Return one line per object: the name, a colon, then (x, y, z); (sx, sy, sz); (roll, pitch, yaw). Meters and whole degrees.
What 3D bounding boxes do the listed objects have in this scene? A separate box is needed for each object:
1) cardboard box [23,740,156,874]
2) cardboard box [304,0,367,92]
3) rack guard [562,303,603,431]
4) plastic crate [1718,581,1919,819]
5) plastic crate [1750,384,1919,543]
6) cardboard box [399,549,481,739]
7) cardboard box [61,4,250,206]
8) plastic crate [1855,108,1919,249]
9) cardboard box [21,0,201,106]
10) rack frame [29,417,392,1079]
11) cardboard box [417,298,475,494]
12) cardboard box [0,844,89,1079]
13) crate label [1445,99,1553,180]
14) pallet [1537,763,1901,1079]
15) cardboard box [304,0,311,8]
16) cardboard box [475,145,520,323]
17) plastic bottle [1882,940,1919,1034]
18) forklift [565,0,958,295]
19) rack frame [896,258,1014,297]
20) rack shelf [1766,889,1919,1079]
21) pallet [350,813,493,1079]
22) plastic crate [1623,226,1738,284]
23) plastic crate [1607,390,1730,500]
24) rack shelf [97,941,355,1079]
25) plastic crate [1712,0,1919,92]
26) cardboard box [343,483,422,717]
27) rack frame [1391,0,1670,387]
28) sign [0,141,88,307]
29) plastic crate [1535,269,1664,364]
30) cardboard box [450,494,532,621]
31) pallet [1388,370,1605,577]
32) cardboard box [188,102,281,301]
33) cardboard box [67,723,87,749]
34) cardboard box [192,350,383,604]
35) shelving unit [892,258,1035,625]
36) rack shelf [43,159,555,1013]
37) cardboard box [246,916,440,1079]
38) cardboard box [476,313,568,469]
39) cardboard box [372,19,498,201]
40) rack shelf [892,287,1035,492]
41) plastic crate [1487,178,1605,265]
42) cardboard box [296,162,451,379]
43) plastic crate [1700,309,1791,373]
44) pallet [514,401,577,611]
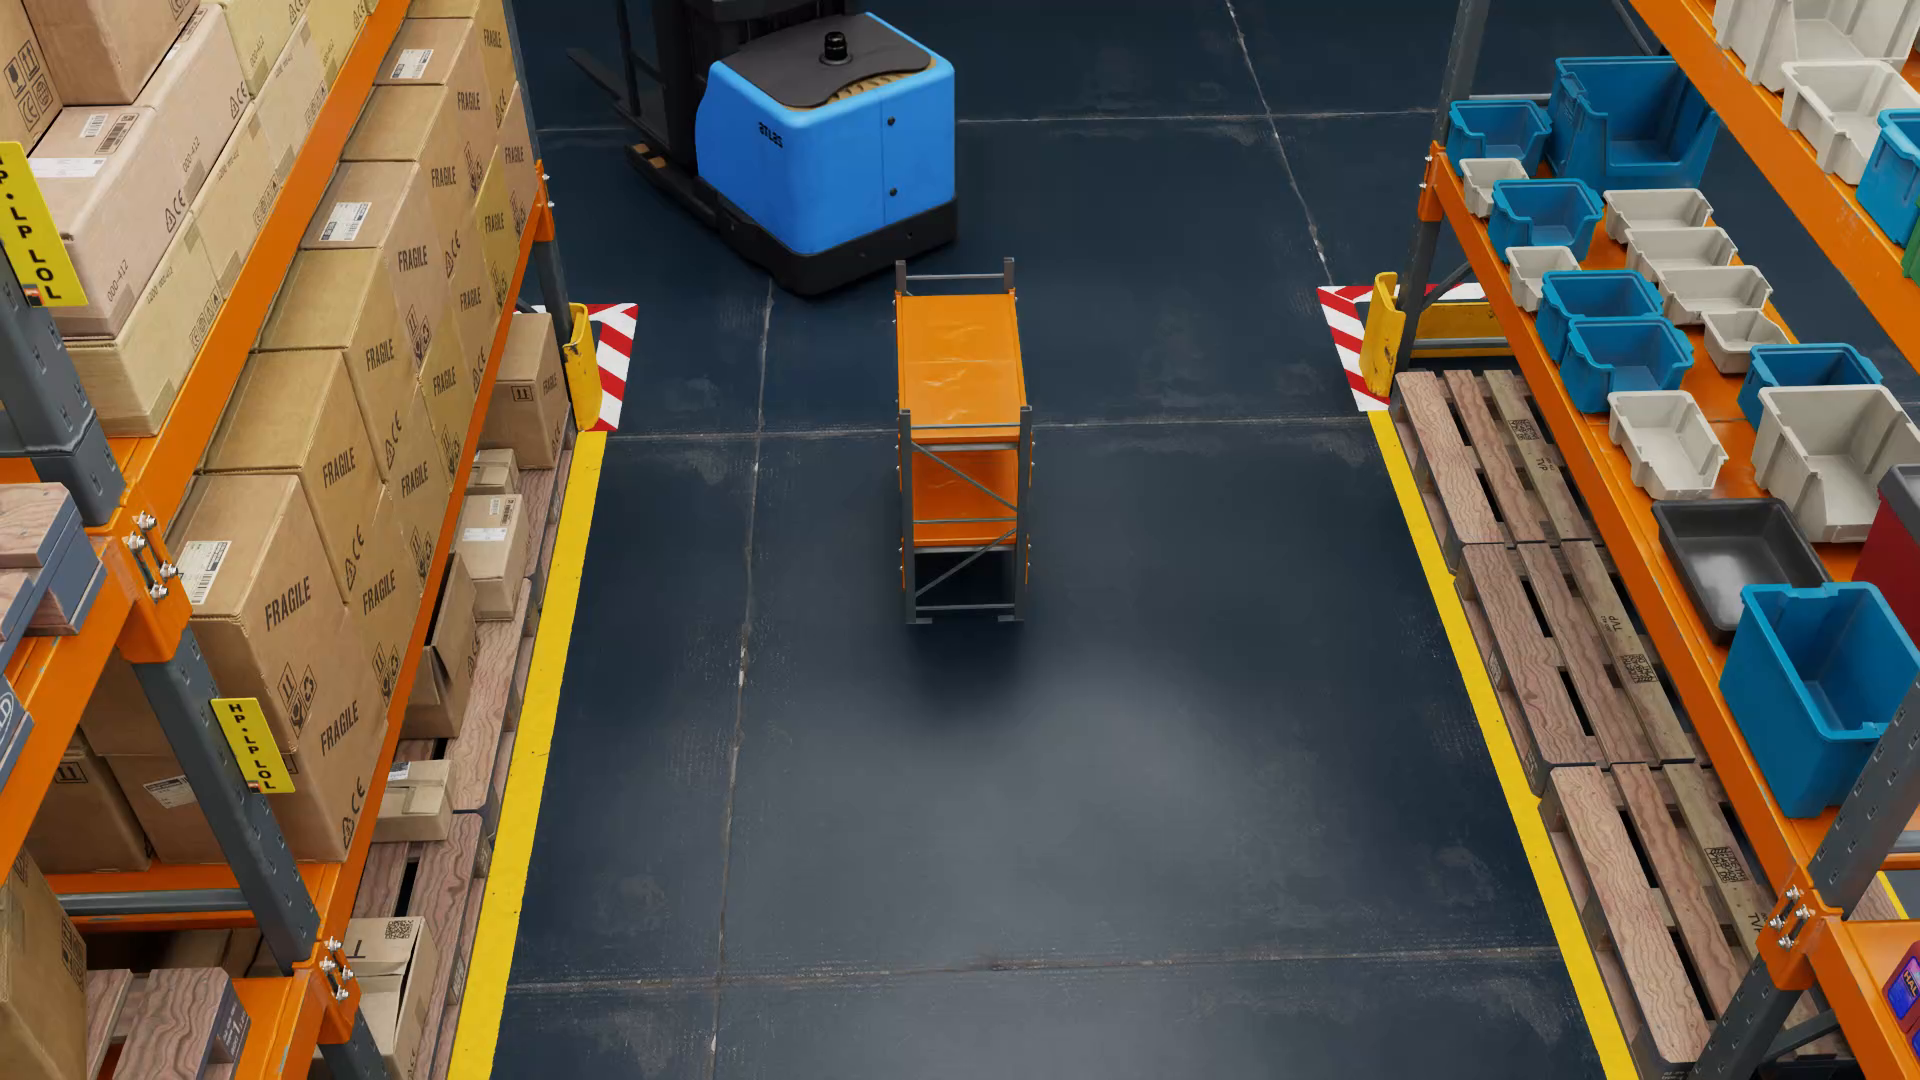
cardboard box: (-2.448, 0.552, 4.503); (0.500, 0.500, 0.500); (-1, 43, -1)
cardboard box: (-2.005, -1.479, 4.685); (0.500, 0.250, 0.500); (-2, 43, -2)
rack guard: (-2.337, -0.809, 7.912); (1.175, 0.500, 0.348); (-2, 43, -2)
plastic crate: (2.418, 0.458, 4.648); (0.392, 0.384, 0.575); (-2, 43, -2)
plastic crate: (2.898, -0.235, 5.480); (0.437, 0.282, 0.530); (-2, 43, -2)
cardboard box: (-2.255, 0.409, 6.256); (0.797, 0.503, 0.637); (-2, 43, -2)
cardboard box: (-1.966, -0.989, 3.779); (0.500, 0.250, 0.500); (-2, 43, -2)
plastic crate: (2.421, -0.870, 4.033); (0.416, 0.233, 0.300); (-2, 43, -2)
cardboard box: (-2.108, -1.261, 3.522); (0.700, 0.500, 0.500); (-2, 43, -2)
rack frame: (-2.170, 0.919, 4.177); (1.000, 3.000, 0.127); (-2, 43, -2)
cardboard box: (-1.987, -0.496, 5.647); (0.500, 0.500, 0.500); (-2, 43, -2)
cardboard box: (-2.373, 1.054, 3.646); (0.700, 0.500, 0.500); (-15, 45, -16)
crate label: (2.291, -1.705, 7.120); (0.416, 0.233, 0.303); (-2, 43, -2)
pallet: (2.709, 1.312, 5.812); (1.003, 0.211, 1.213); (-2, 43, -2)
cardboard box: (-1.997, -1.664, 4.516); (0.500, 0.250, 0.500); (-2, 43, -2)
cardboard box: (-2.023, -1.173, 6.386); (0.500, 0.500, 0.500); (-1, 43, -1)
plastic bottle: (2.368, 1.082, 4.085); (0.061, 0.283, 0.133); (-2, 43, -2)
forklift: (-1.298, -3.308, 8.839); (1.130, 2.935, 3.031); (-27, 49, -26)
rack frame: (-0.022, -0.762, 7.399); (0.500, 1.125, 0.032); (-2, 43, -2)
rack shelf: (2.864, 2.395, 3.099); (1.077, 0.370, 4.000); (-2, 43, -2)
pallet: (-2.198, 1.483, 5.625); (1.003, 0.211, 1.213); (-2, 43, -2)
plastic crate: (2.822, -1.104, 6.535); (0.396, 0.136, 0.243); (-2, 43, -2)
plastic crate: (2.405, -0.312, 5.671); (0.293, 0.136, 0.466); (-2, 43, -2)
rack shelf: (-2.085, 2.534, 2.947); (1.077, 0.370, 4.000); (-2, 43, -2)
plastic crate: (2.395, -1.478, 4.660); (0.437, 0.282, 0.530); (-2, 43, -2)
cardboard box: (-1.944, 0.185, 4.904); (0.500, 0.500, 0.500); (-1, 43, -1)
rack frame: (2.609, -1.921, 7.275); (1.000, 3.000, 0.127); (-2, 43, -2)
sign: (-1.616, -0.541, 2.876); (0.100, 0.325, 0.005); (-2, 43, -2)
plastic crate: (2.347, -0.816, 6.150); (0.416, 0.233, 0.300); (-2, 43, -2)
cardboard box: (-2.060, 0.072, 6.810); (0.500, 0.250, 0.500); (-2, 43, -2)
pallet: (2.605, -0.335, 7.609); (1.003, 0.211, 1.213); (-2, 43, -2)
cardboard box: (-1.961, -0.804, 3.948); (0.500, 0.250, 0.500); (-2, 43, -2)
cardboard box: (-2.450, 0.180, 4.170); (0.500, 0.500, 0.500); (-1, 43, -2)
cardboard box: (-1.931, -0.161, 4.541); (0.500, 0.500, 0.500); (-3, 43, -3)
shelving unit: (0.000, -0.419, 7.025); (0.538, 1.125, 1.048); (-2, 43, -2)
rack shelf: (-2.255, -0.166, 5.893); (1.077, 0.370, 4.000); (-2, 43, -2)
cardboard box: (-1.972, 1.458, 5.253); (0.500, 0.311, 0.500); (-2, 43, -2)
cardboard box: (-2.071, -0.662, 7.426); (0.500, 0.500, 0.500); (-2, 43, -2)
cardboard box: (-2.024, -1.553, 6.060); (0.500, 0.500, 0.500); (-1, 43, -1)
rack shelf: (0.000, -0.635, 6.827); (0.538, 0.278, 1.000); (-2, 43, -2)
plastic crate: (2.319, -1.261, 6.635); (0.416, 0.233, 0.300); (-2, 43, -2)
cardboard box: (-1.976, -0.857, 5.300); (0.500, 0.500, 0.500); (0, 43, 0)
plastic crate: (2.890, -0.718, 6.114); (0.298, 0.136, 0.250); (-2, 43, -2)
pallet: (-2.302, -0.164, 7.422); (1.003, 0.211, 1.213); (-2, 43, -2)
